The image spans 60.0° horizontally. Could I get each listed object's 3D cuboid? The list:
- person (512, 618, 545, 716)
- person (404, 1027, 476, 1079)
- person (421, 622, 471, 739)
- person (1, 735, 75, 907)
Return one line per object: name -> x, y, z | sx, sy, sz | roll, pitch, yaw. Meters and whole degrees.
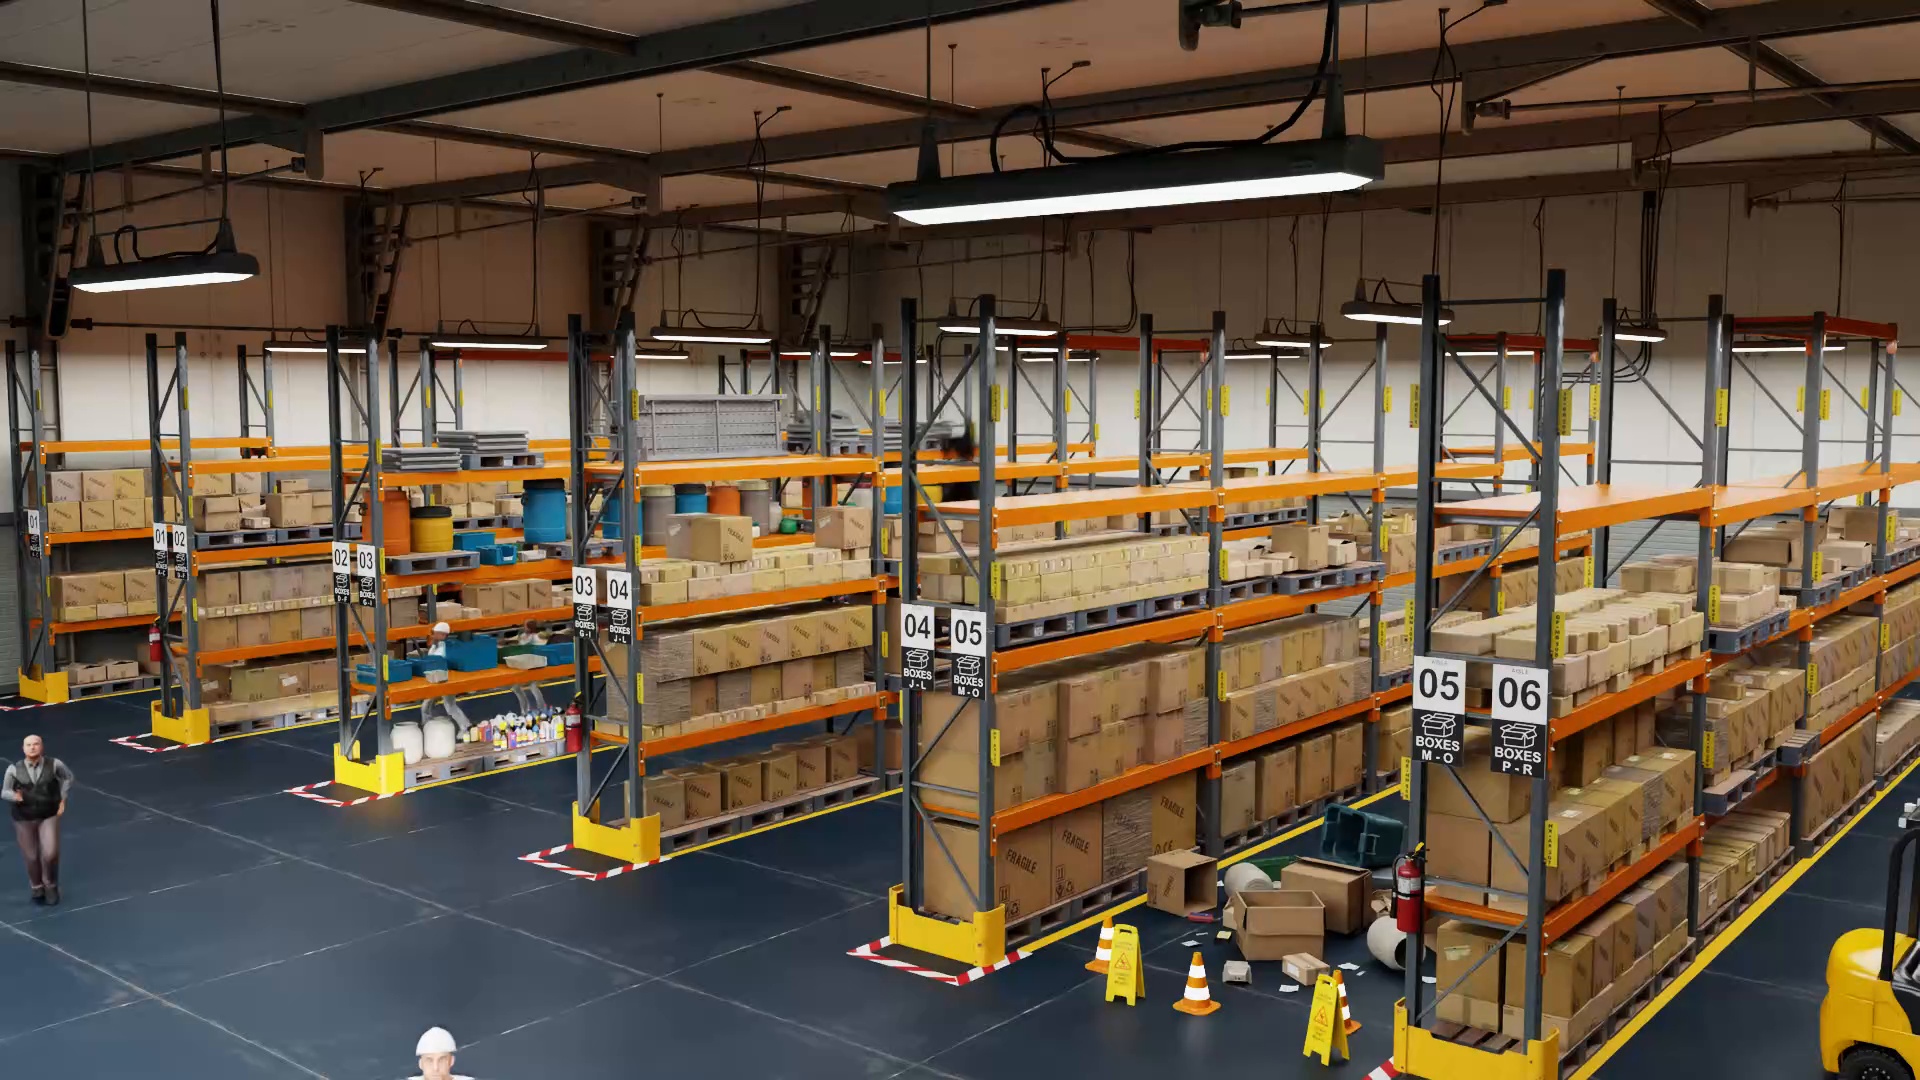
person -> -6.770, 2.023, 26.051 | 0.505, 1.597, 0.667 | 2, 6, 25
person -> -2.760, 3.472, 8.780 | 0.657, 1.838, 0.836 | -2, 5, -18
person -> -7.535, 2.093, 24.174 | 0.639, 1.807, 0.875 | 4, 6, 35
person -> -9.225, 2.825, 16.644 | 0.640, 1.736, 0.669 | -2, 6, -23
